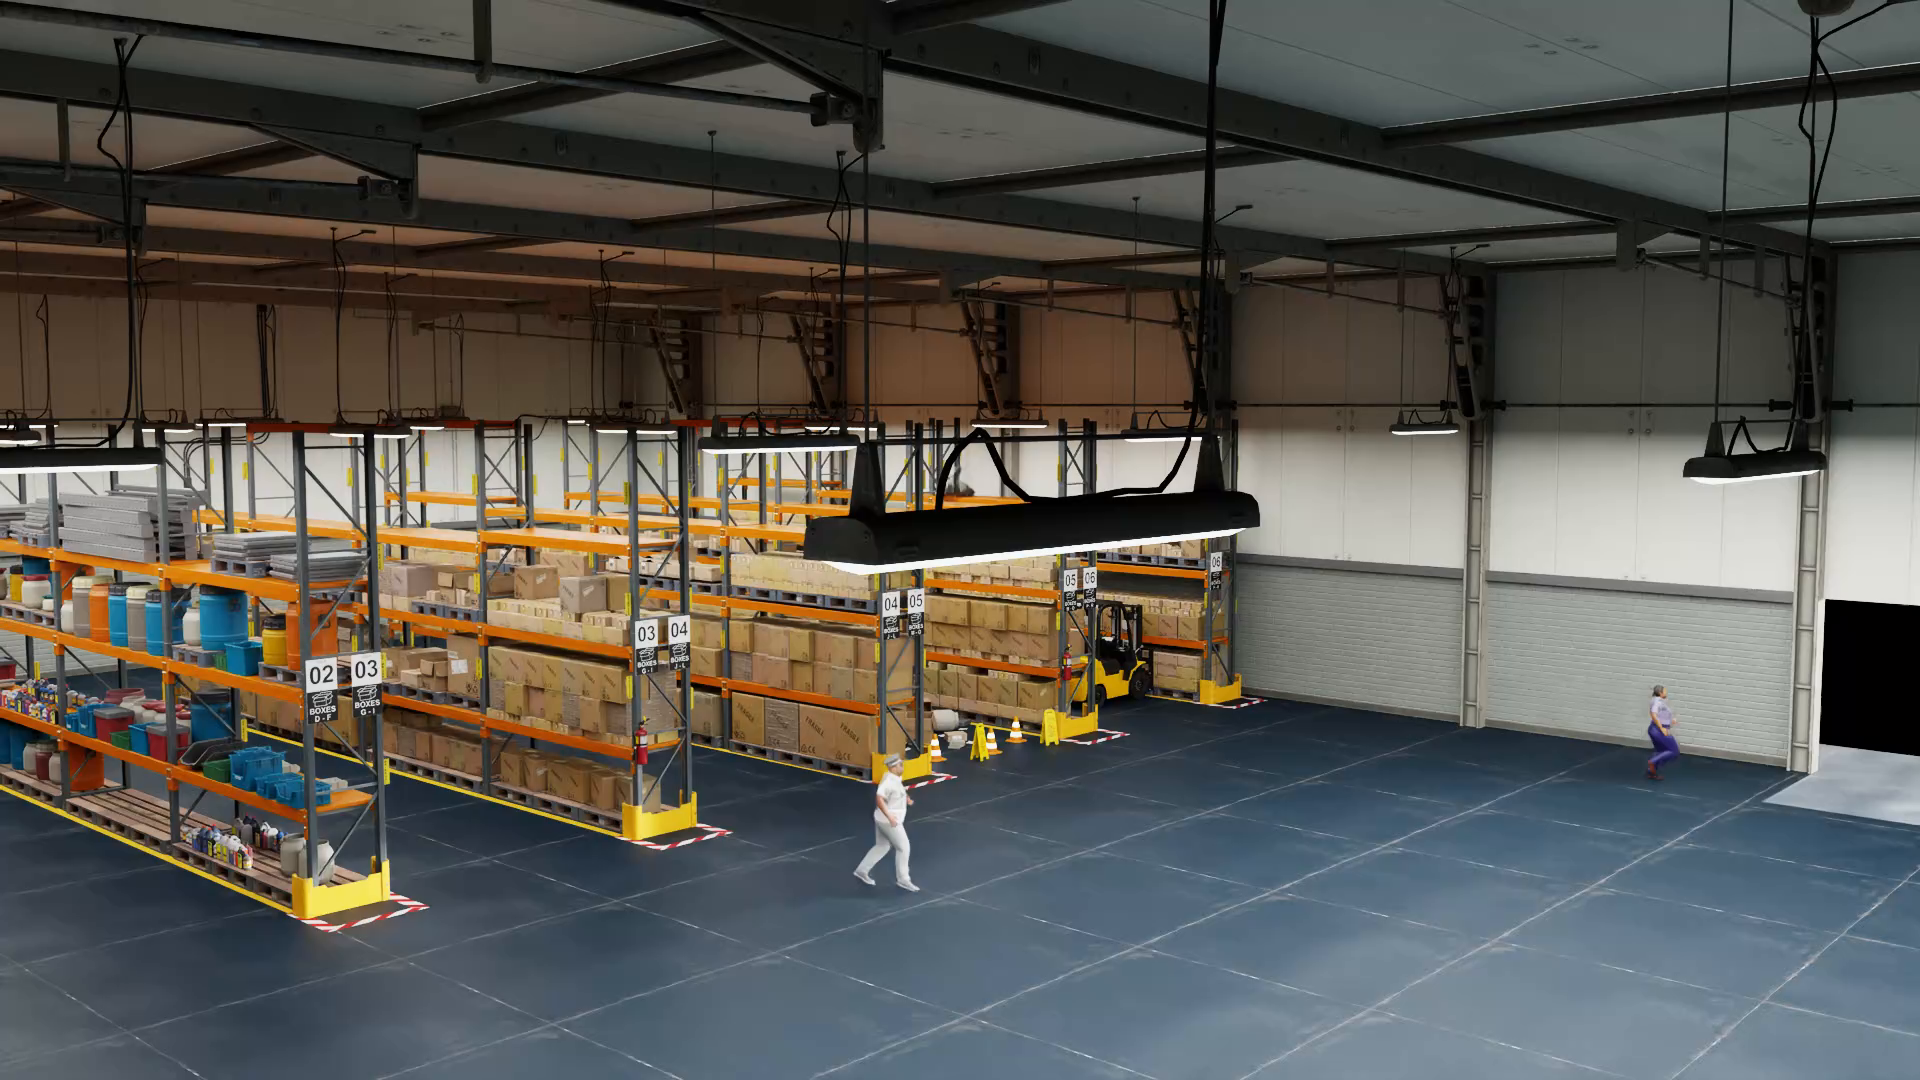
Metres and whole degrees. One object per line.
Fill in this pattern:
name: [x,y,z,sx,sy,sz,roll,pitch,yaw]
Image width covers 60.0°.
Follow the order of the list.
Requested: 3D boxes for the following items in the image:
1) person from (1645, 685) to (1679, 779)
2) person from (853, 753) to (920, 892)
person: [11.844,3.247,28.032,0.538,1.593,0.600,1,5,7]
person: [-0.968,3.672,21.651,0.854,1.827,0.655,-1,5,-14]
